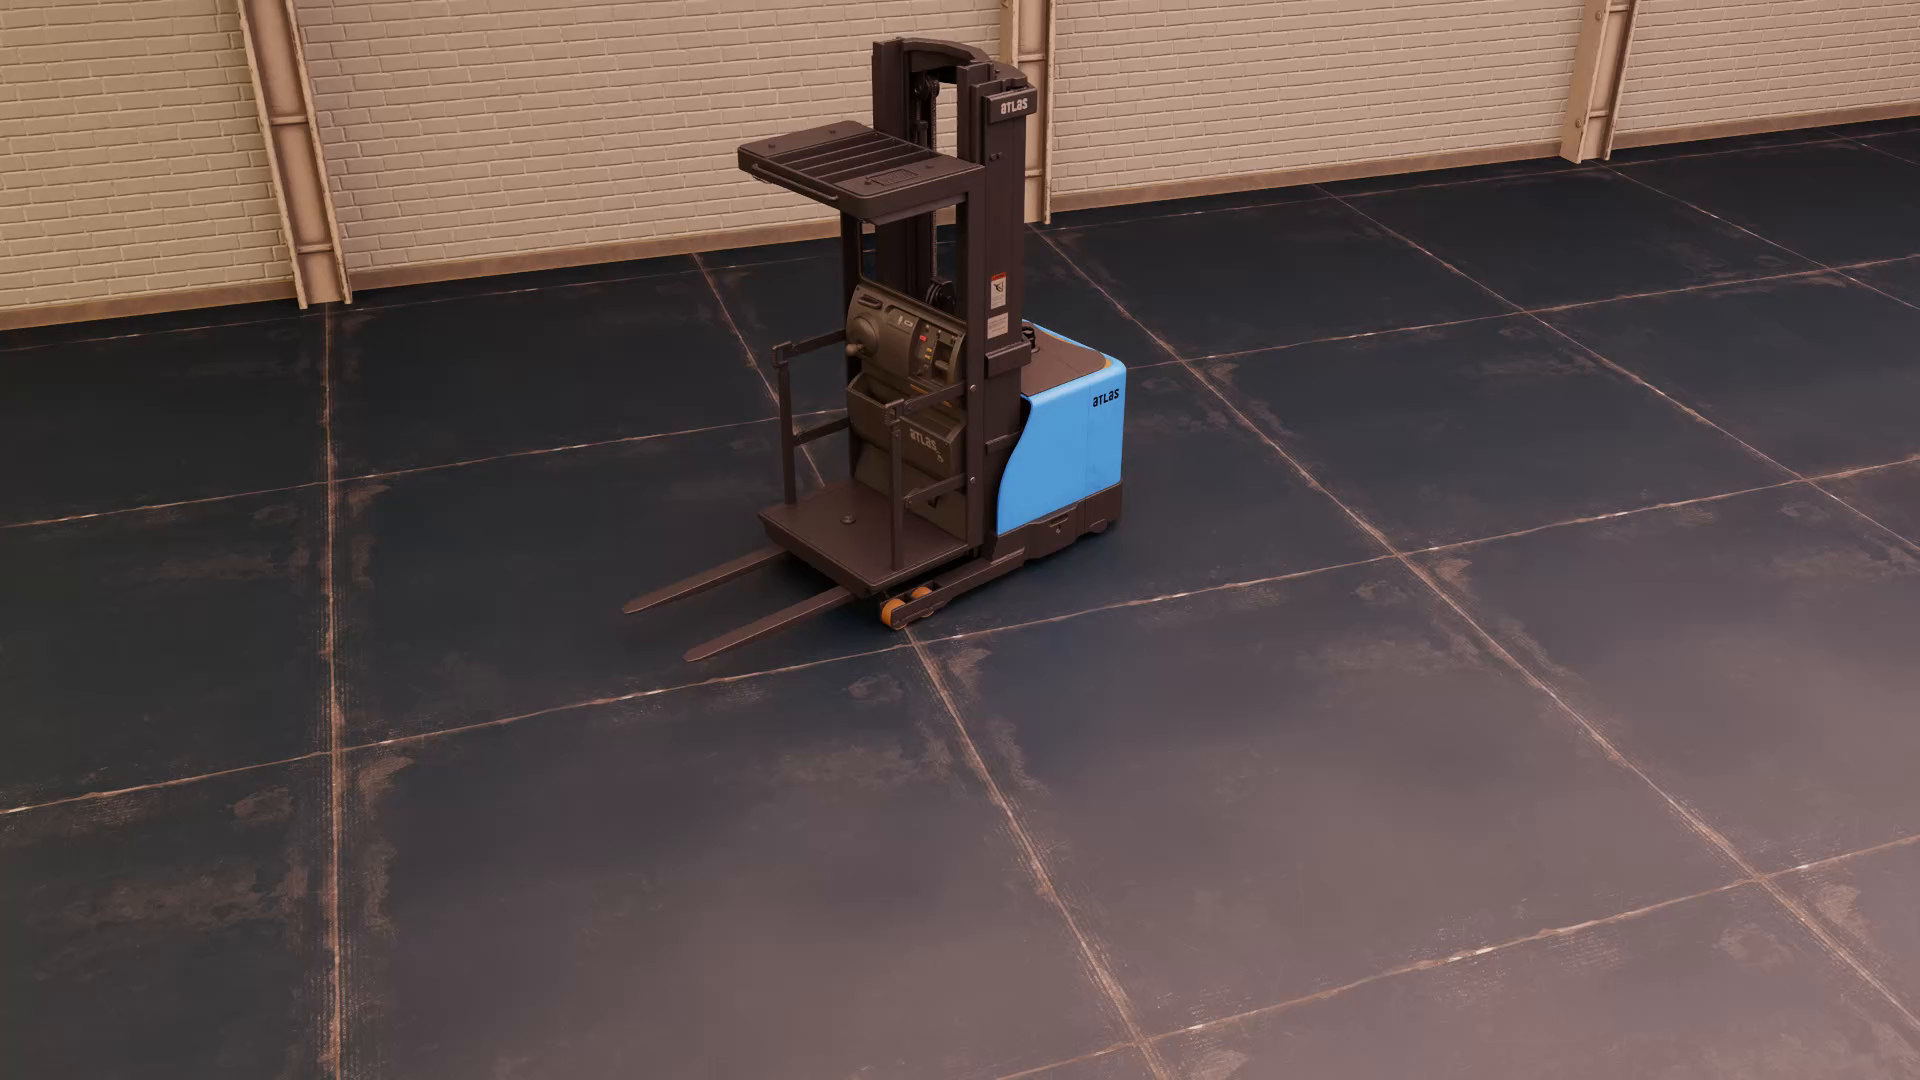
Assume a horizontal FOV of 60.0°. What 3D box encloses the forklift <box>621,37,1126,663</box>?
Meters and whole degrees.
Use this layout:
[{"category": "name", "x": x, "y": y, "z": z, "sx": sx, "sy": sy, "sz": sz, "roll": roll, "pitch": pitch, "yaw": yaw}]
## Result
[{"category": "forklift", "x": -0.461, "y": -1.072, "z": 8.951, "sx": 3.031, "sy": 2.935, "sz": 1.130, "roll": -23, "pitch": 37, "yaw": -34}]
